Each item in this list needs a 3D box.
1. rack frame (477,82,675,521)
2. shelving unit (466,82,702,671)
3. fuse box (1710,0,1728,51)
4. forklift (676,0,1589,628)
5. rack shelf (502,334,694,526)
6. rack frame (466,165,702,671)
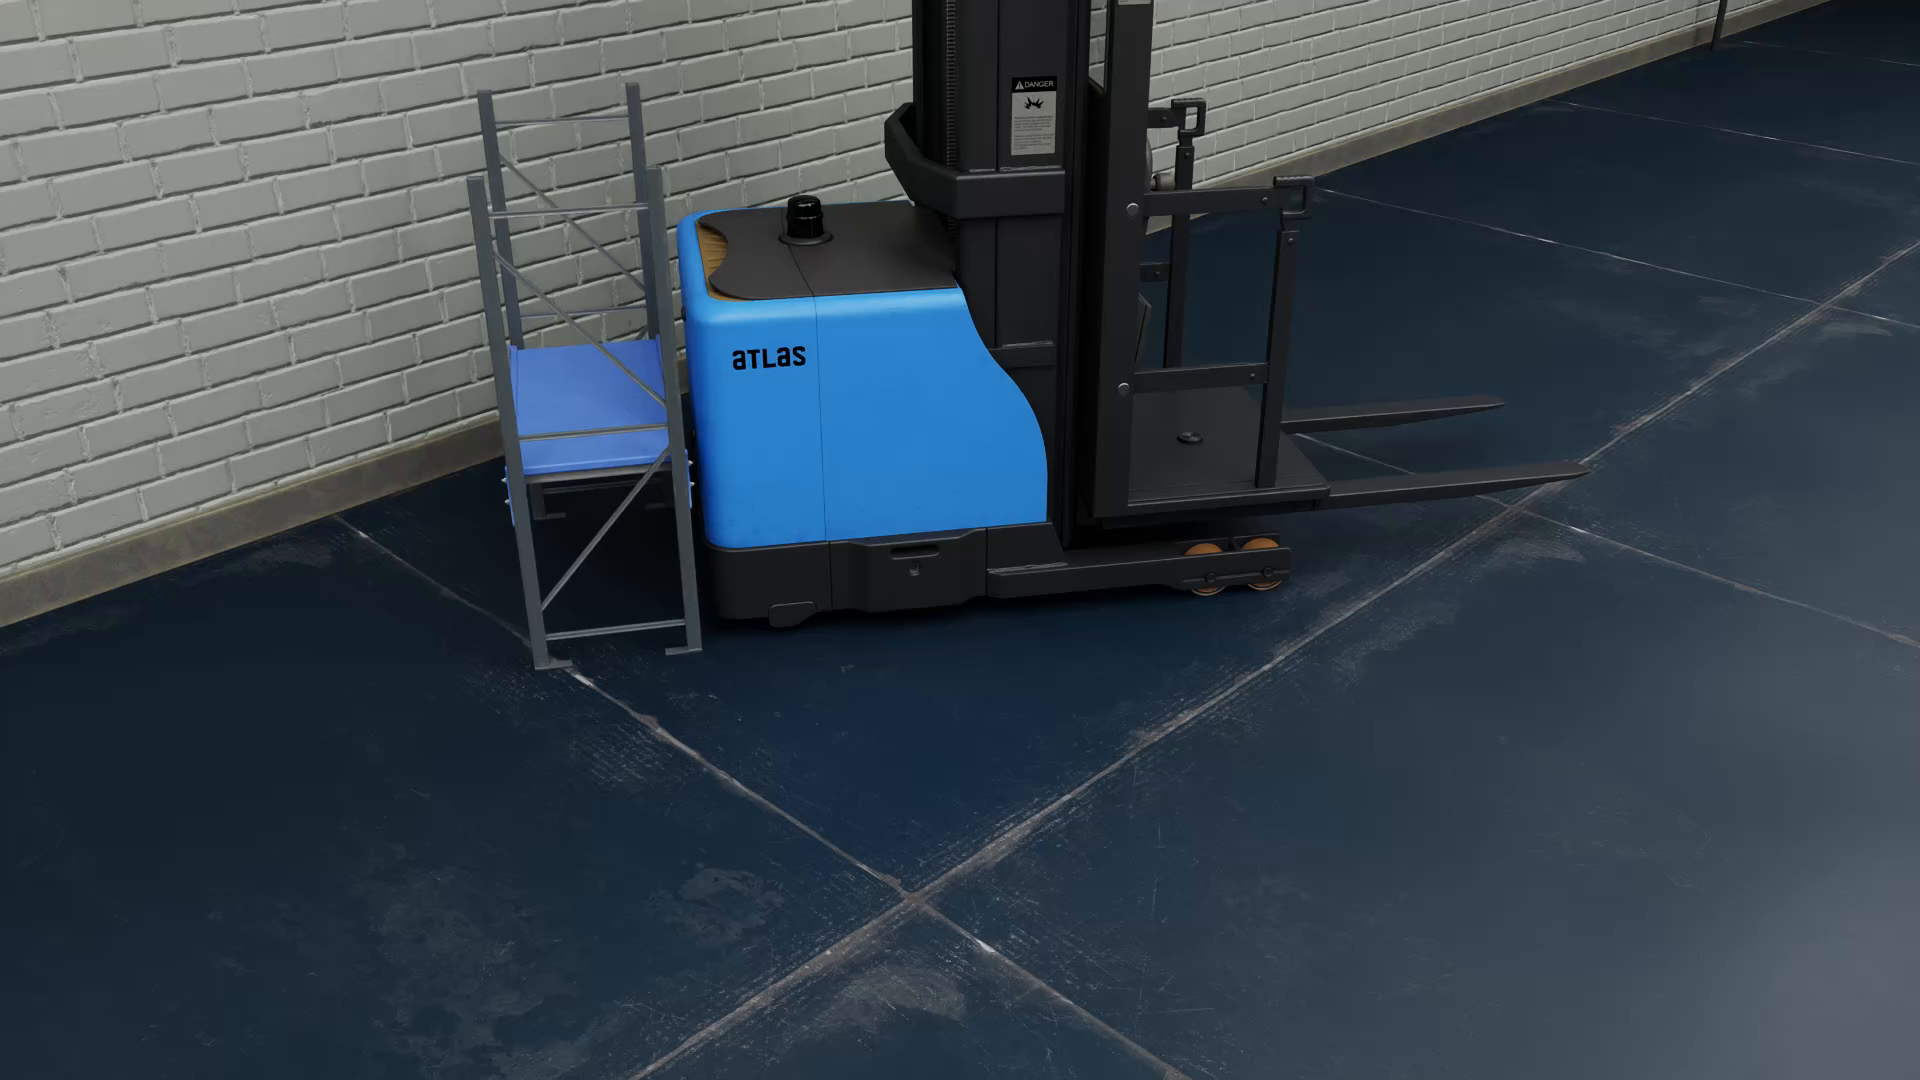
[{"bbox_3d":[-1.265,-0.763,5.590,0.500,1.500,0.032,-6,28,-11],"label":"rack frame"},{"bbox_3d":[-1.151,-0.532,5.151,0.538,1.500,1.048,-6,28,-11],"label":"shelving unit"},{"bbox_3d":[5.972,-4.616,12.690,0.414,1.711,0.539,25,36,38],"label":"fuse box"},{"bbox_3d":[0.617,-1.353,5.174,3.031,2.935,1.130,-5,28,-10],"label":"forklift"},{"bbox_3d":[-1.151,-0.373,5.235,0.538,0.185,1.000,-6,28,-11],"label":"rack shelf"},{"bbox_3d":[-1.037,-0.302,4.713,0.500,1.500,0.032,-6,28,-11],"label":"rack frame"}]
